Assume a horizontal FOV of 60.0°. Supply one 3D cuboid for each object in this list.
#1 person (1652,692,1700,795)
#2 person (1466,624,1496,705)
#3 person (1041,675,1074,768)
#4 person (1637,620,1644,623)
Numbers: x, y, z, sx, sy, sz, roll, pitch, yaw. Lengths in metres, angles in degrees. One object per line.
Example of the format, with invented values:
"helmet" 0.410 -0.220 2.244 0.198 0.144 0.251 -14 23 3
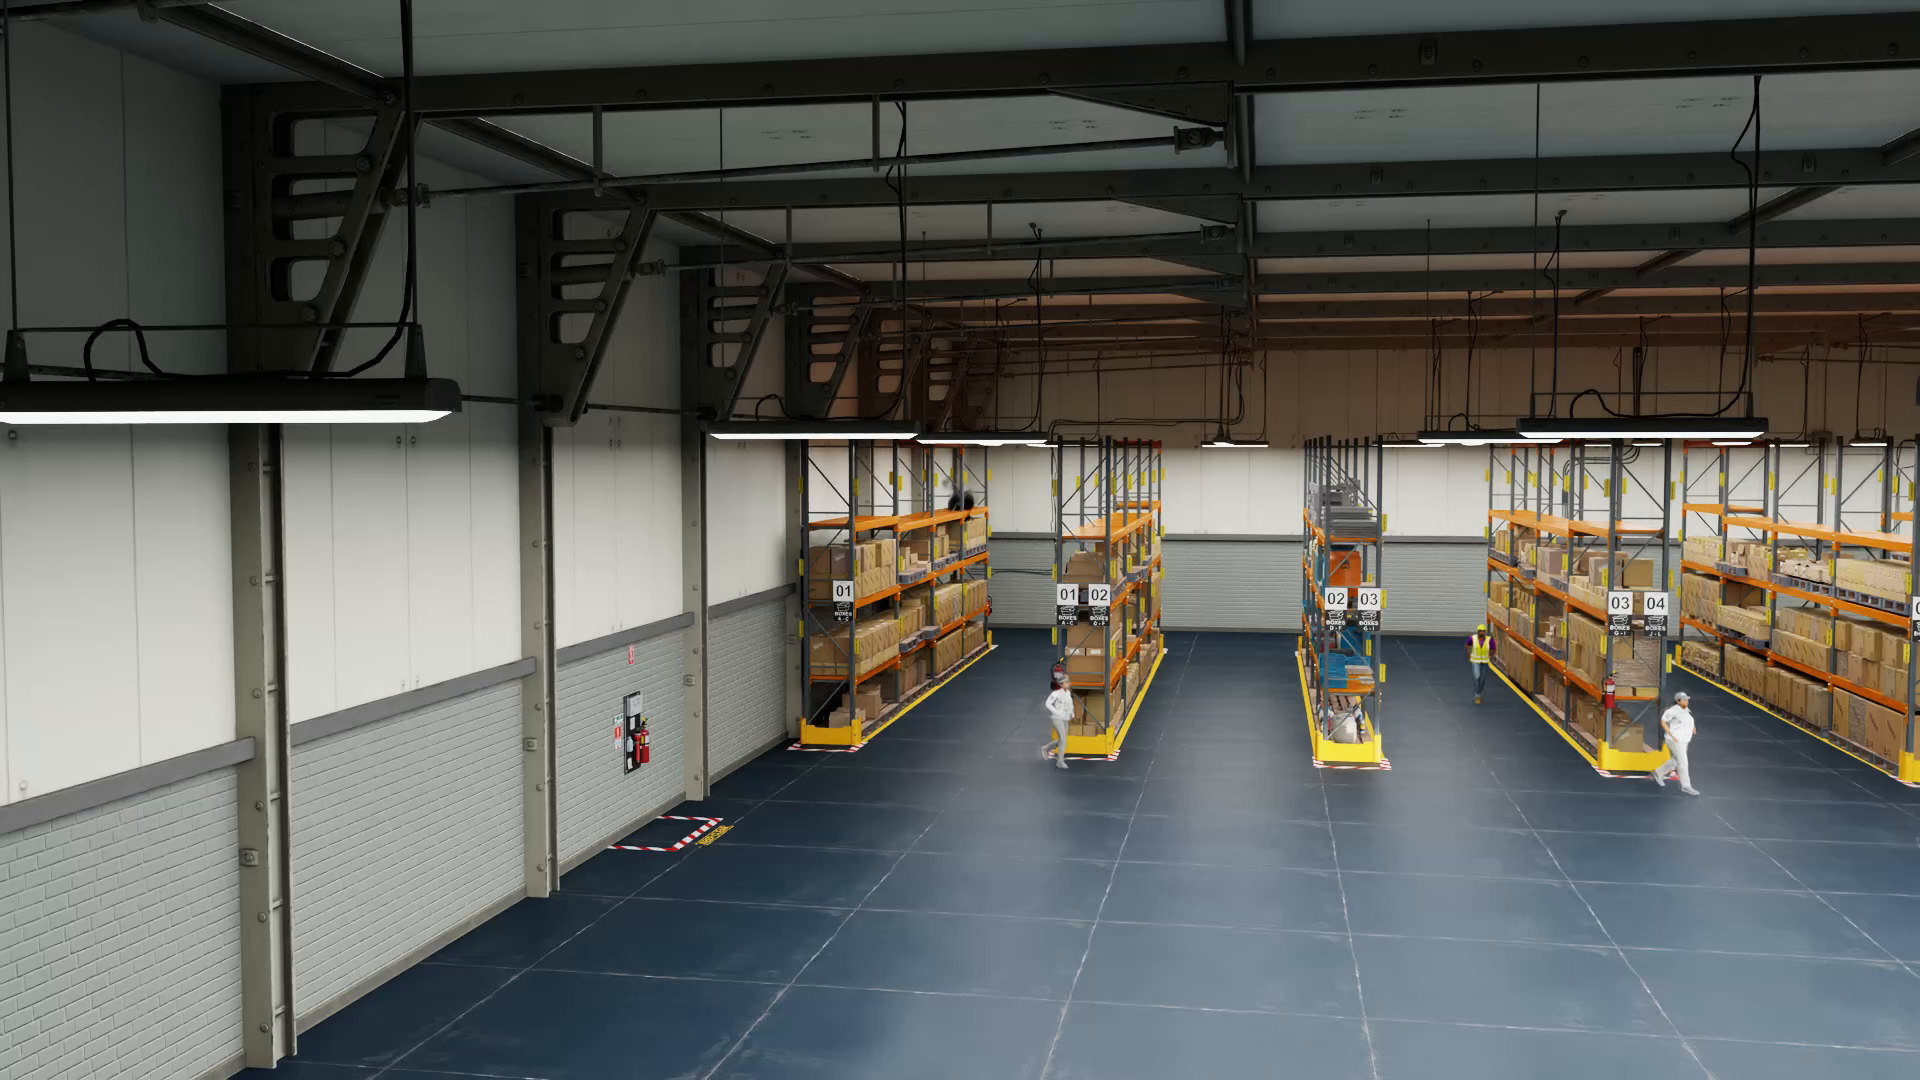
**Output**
"person" 12.011 3.361 27.785 0.602 1.659 0.837 -2 4 -39
"person" 11.836 2.805 37.774 0.616 1.807 0.893 0 3 6
"person" 1.810 3.280 30.246 0.659 1.674 0.709 -3 4 -43
"person" 18.444 2.464 45.016 0.706 1.722 0.585 -2 4 -36
